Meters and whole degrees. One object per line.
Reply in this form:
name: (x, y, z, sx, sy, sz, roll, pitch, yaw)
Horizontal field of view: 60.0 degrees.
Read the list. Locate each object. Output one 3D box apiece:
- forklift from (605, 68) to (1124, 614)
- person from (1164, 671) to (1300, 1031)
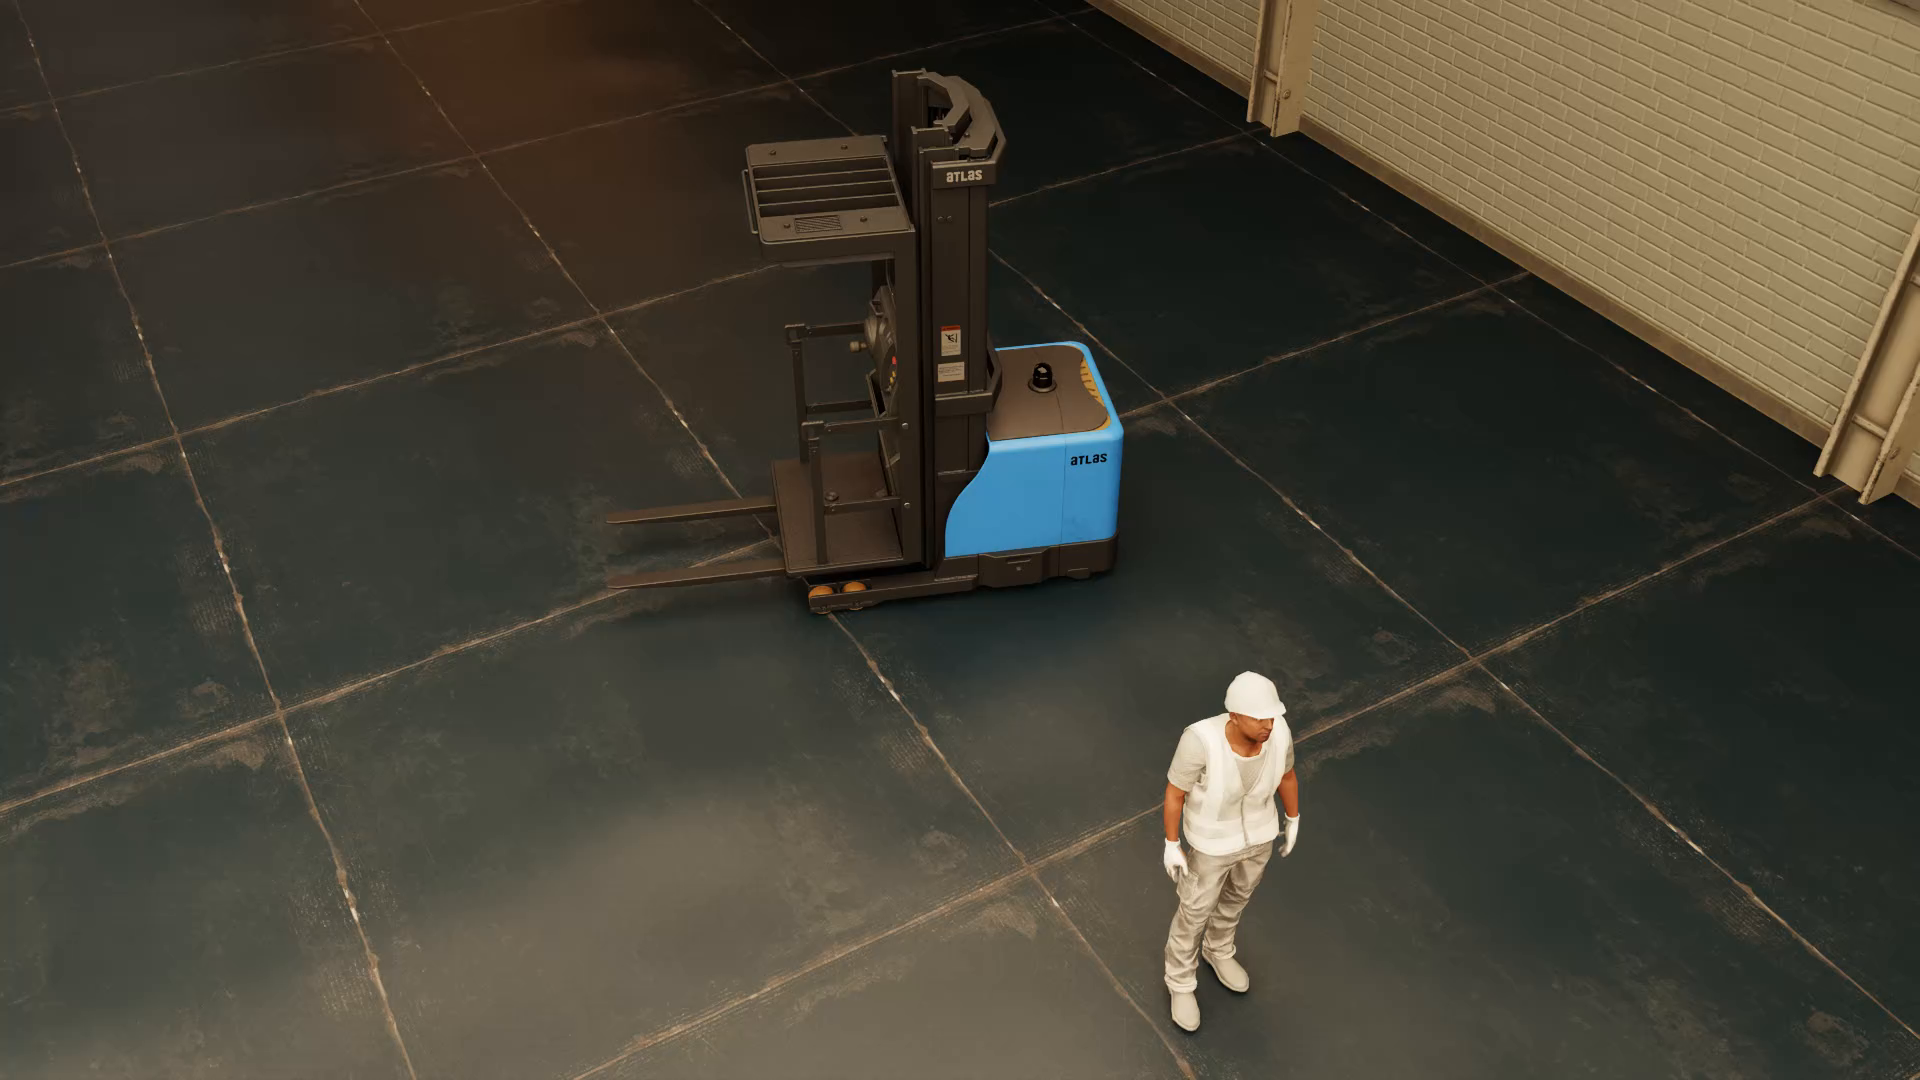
forklift: (-0.620, -1.059, 9.313, 3.031, 2.935, 1.130, -6, 40, -8)
person: (1.214, 1.344, 7.302, 0.657, 1.783, 0.576, -13, 41, -15)
